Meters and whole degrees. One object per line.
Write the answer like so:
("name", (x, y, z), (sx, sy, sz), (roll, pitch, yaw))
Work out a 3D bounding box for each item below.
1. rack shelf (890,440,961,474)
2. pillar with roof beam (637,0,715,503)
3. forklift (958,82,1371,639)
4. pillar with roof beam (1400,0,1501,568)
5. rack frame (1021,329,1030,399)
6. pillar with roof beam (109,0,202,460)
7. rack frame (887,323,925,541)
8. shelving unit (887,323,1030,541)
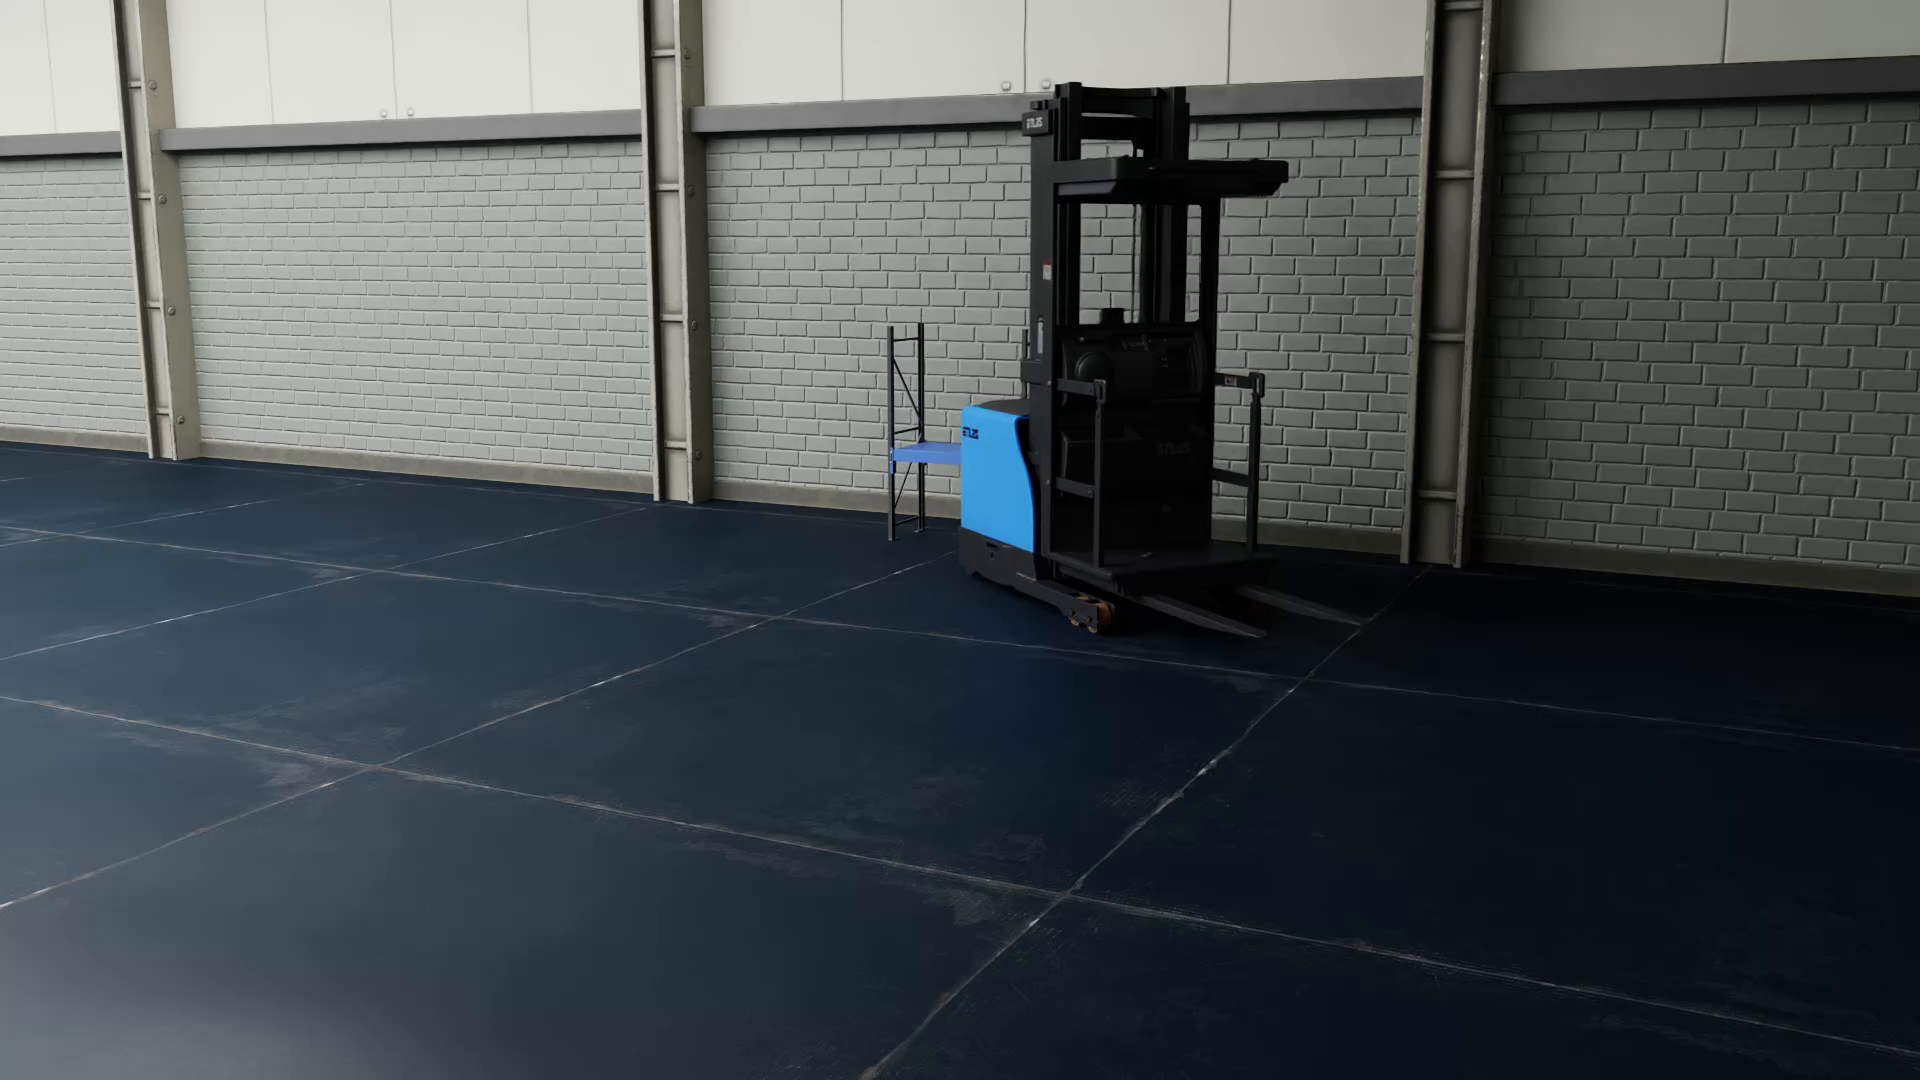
("rack shelf", (0.076, -0.554, 11.592), (1.000, 0.185, 0.538), (5, 11, 26))
("pillar with roof beam", (-4.153, -4.074, 8.971), (0.400, 9.000, 9.100), (5, 11, 26))
("forklift", (1.077, -1.028, 9.182), (1.130, 2.935, 3.031), (-5, 11, -25))
("pillar with roof beam", (1.228, -3.601, 6.359), (0.400, 9.000, 9.100), (5, 11, 26))
("rack frame", (0.532, -0.691, 11.338), (0.032, 1.500, 0.500), (5, 11, 26))
("pillar with roof beam", (-9.534, -4.547, 11.583), (0.400, 9.000, 9.100), (5, 11, 26))
("rack frame", (-0.379, -0.771, 11.781), (0.032, 1.500, 0.500), (5, 11, 26))
("shelving unit", (0.076, -0.731, 11.559), (1.048, 1.500, 0.538), (5, 11, 26))
